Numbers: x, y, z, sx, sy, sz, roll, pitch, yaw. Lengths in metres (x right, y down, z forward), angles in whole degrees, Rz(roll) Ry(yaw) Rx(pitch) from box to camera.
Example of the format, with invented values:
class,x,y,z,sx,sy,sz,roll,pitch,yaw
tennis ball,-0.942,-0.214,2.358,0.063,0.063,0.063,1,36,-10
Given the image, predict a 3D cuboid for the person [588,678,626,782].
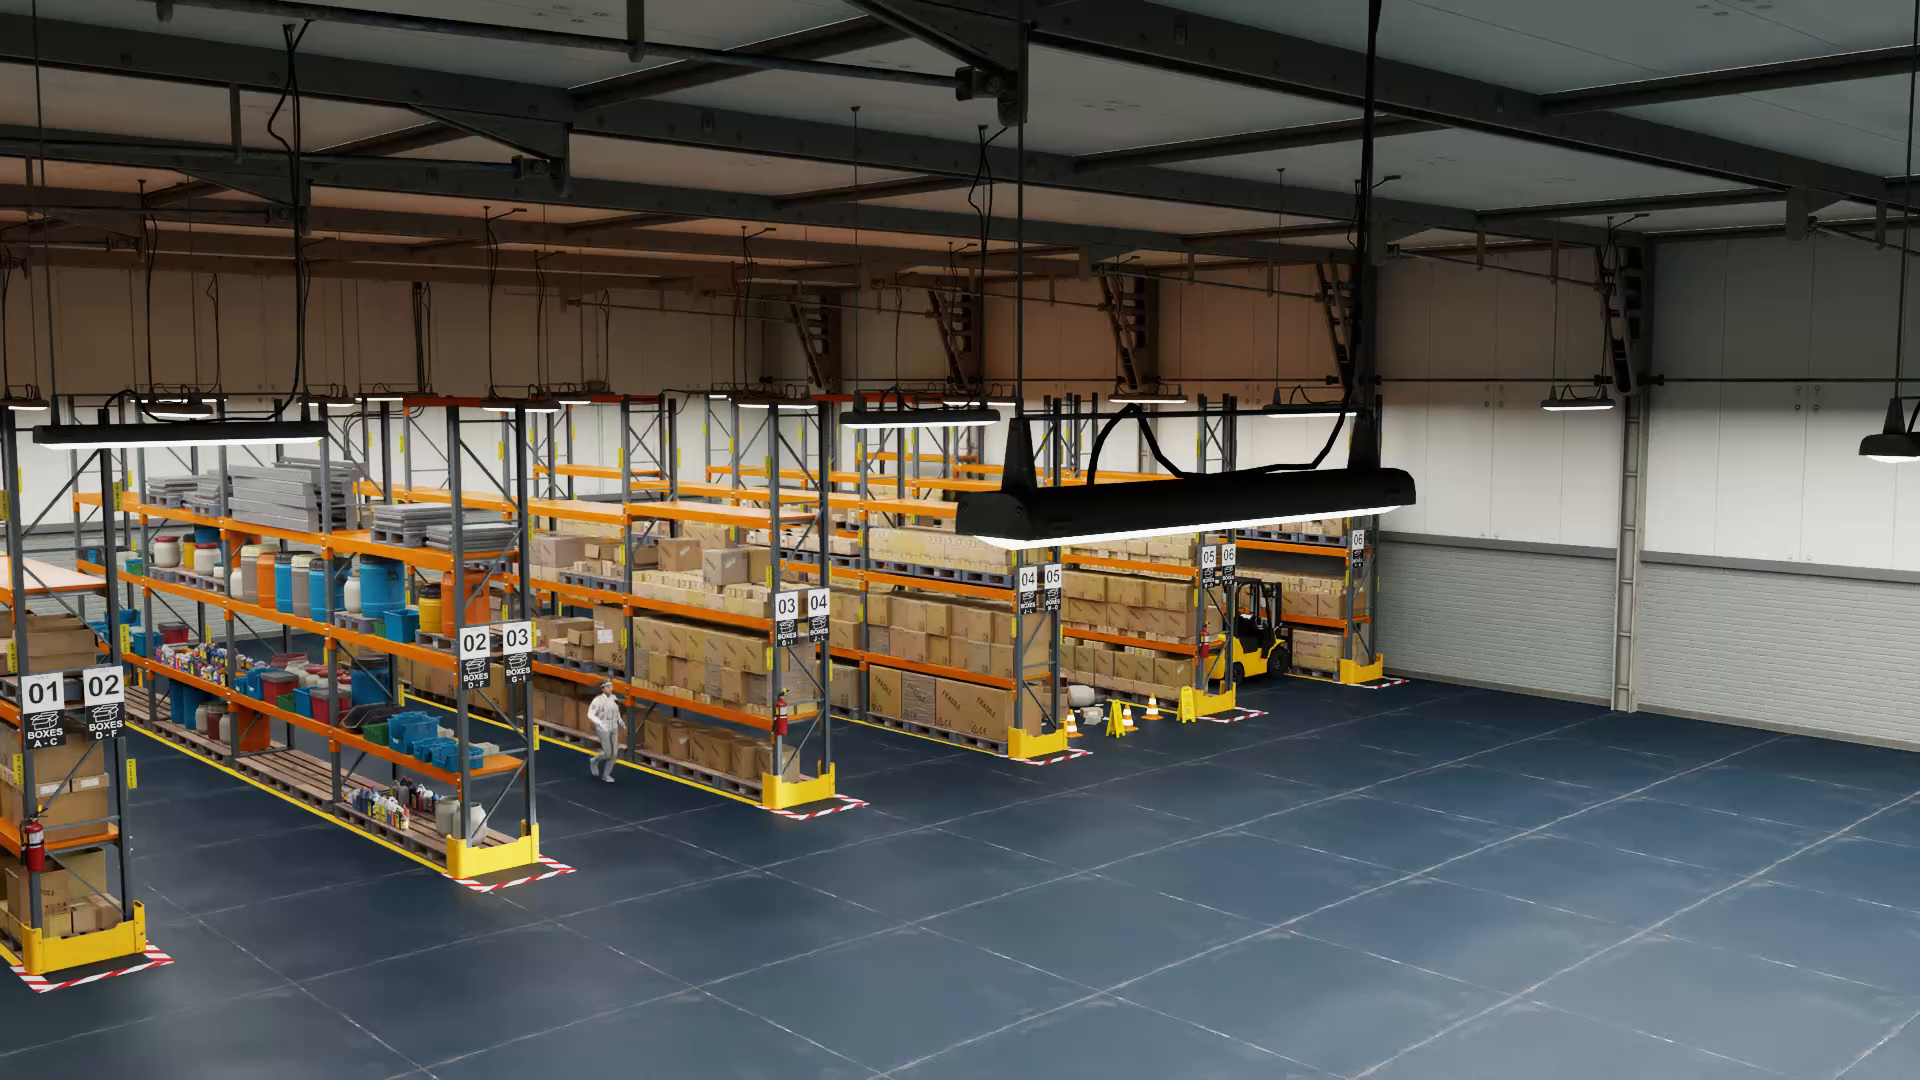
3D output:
class,x,y,z,sx,sy,sz,roll,pitch,yaw
person,-5.570,2.977,26.189,0.543,1.652,0.601,5,7,39
